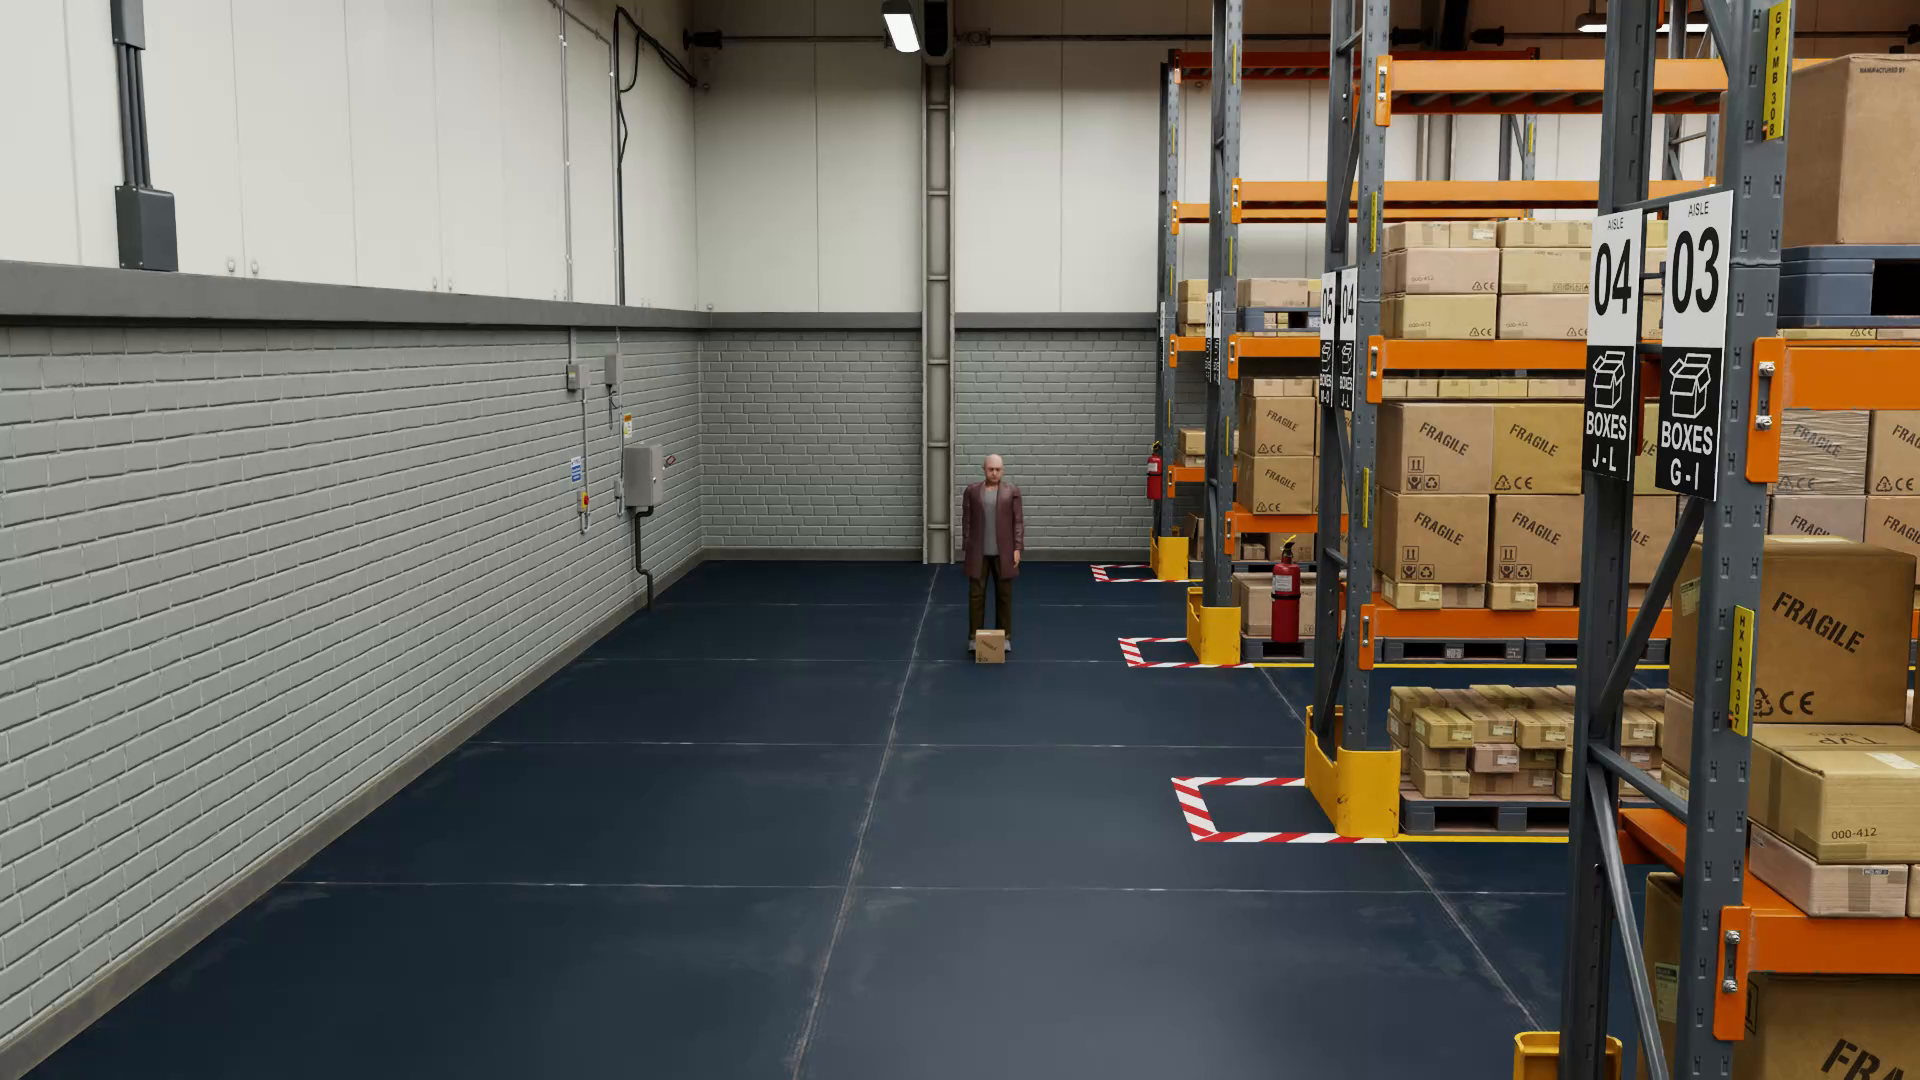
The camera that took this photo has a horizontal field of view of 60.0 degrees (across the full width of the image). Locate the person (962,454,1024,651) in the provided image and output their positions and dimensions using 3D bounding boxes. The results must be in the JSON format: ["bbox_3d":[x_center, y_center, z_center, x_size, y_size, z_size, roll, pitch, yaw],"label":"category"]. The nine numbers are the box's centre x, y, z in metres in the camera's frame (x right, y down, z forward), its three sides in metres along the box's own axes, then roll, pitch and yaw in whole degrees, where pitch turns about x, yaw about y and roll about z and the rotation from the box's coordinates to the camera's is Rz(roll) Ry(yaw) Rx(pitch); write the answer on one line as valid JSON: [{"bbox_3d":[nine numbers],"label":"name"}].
[{"bbox_3d":[0.295,0.113,14.933,0.563,1.774,0.384,0,7,2],"label":"person"}]
